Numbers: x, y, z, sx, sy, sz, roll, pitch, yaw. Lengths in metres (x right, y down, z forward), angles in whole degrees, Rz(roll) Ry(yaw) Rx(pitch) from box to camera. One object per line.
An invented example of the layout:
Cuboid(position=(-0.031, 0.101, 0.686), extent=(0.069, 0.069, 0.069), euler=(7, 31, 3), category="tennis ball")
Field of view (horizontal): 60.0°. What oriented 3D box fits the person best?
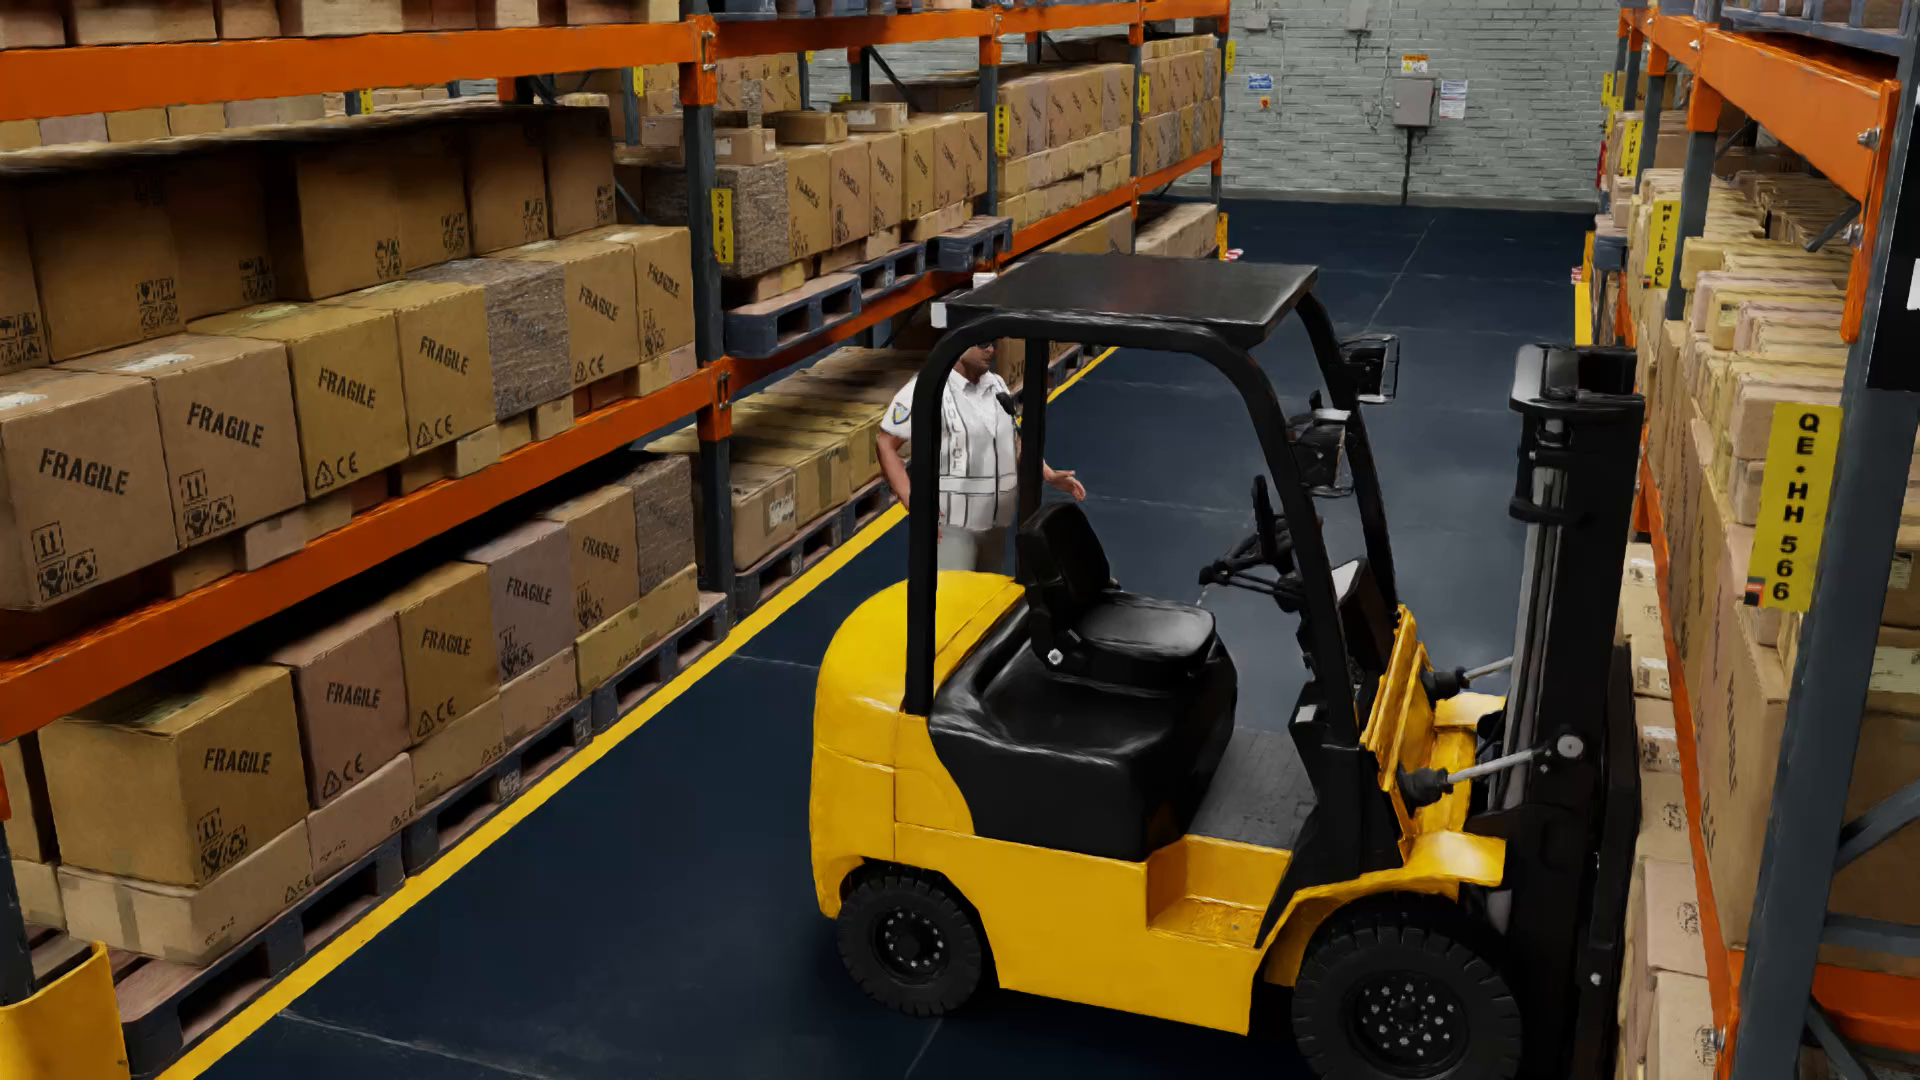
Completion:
Cuboid(position=(0.095, -0.032, 6.662), extent=(0.734, 1.792, 0.768), euler=(-16, 24, -40), category="person")
